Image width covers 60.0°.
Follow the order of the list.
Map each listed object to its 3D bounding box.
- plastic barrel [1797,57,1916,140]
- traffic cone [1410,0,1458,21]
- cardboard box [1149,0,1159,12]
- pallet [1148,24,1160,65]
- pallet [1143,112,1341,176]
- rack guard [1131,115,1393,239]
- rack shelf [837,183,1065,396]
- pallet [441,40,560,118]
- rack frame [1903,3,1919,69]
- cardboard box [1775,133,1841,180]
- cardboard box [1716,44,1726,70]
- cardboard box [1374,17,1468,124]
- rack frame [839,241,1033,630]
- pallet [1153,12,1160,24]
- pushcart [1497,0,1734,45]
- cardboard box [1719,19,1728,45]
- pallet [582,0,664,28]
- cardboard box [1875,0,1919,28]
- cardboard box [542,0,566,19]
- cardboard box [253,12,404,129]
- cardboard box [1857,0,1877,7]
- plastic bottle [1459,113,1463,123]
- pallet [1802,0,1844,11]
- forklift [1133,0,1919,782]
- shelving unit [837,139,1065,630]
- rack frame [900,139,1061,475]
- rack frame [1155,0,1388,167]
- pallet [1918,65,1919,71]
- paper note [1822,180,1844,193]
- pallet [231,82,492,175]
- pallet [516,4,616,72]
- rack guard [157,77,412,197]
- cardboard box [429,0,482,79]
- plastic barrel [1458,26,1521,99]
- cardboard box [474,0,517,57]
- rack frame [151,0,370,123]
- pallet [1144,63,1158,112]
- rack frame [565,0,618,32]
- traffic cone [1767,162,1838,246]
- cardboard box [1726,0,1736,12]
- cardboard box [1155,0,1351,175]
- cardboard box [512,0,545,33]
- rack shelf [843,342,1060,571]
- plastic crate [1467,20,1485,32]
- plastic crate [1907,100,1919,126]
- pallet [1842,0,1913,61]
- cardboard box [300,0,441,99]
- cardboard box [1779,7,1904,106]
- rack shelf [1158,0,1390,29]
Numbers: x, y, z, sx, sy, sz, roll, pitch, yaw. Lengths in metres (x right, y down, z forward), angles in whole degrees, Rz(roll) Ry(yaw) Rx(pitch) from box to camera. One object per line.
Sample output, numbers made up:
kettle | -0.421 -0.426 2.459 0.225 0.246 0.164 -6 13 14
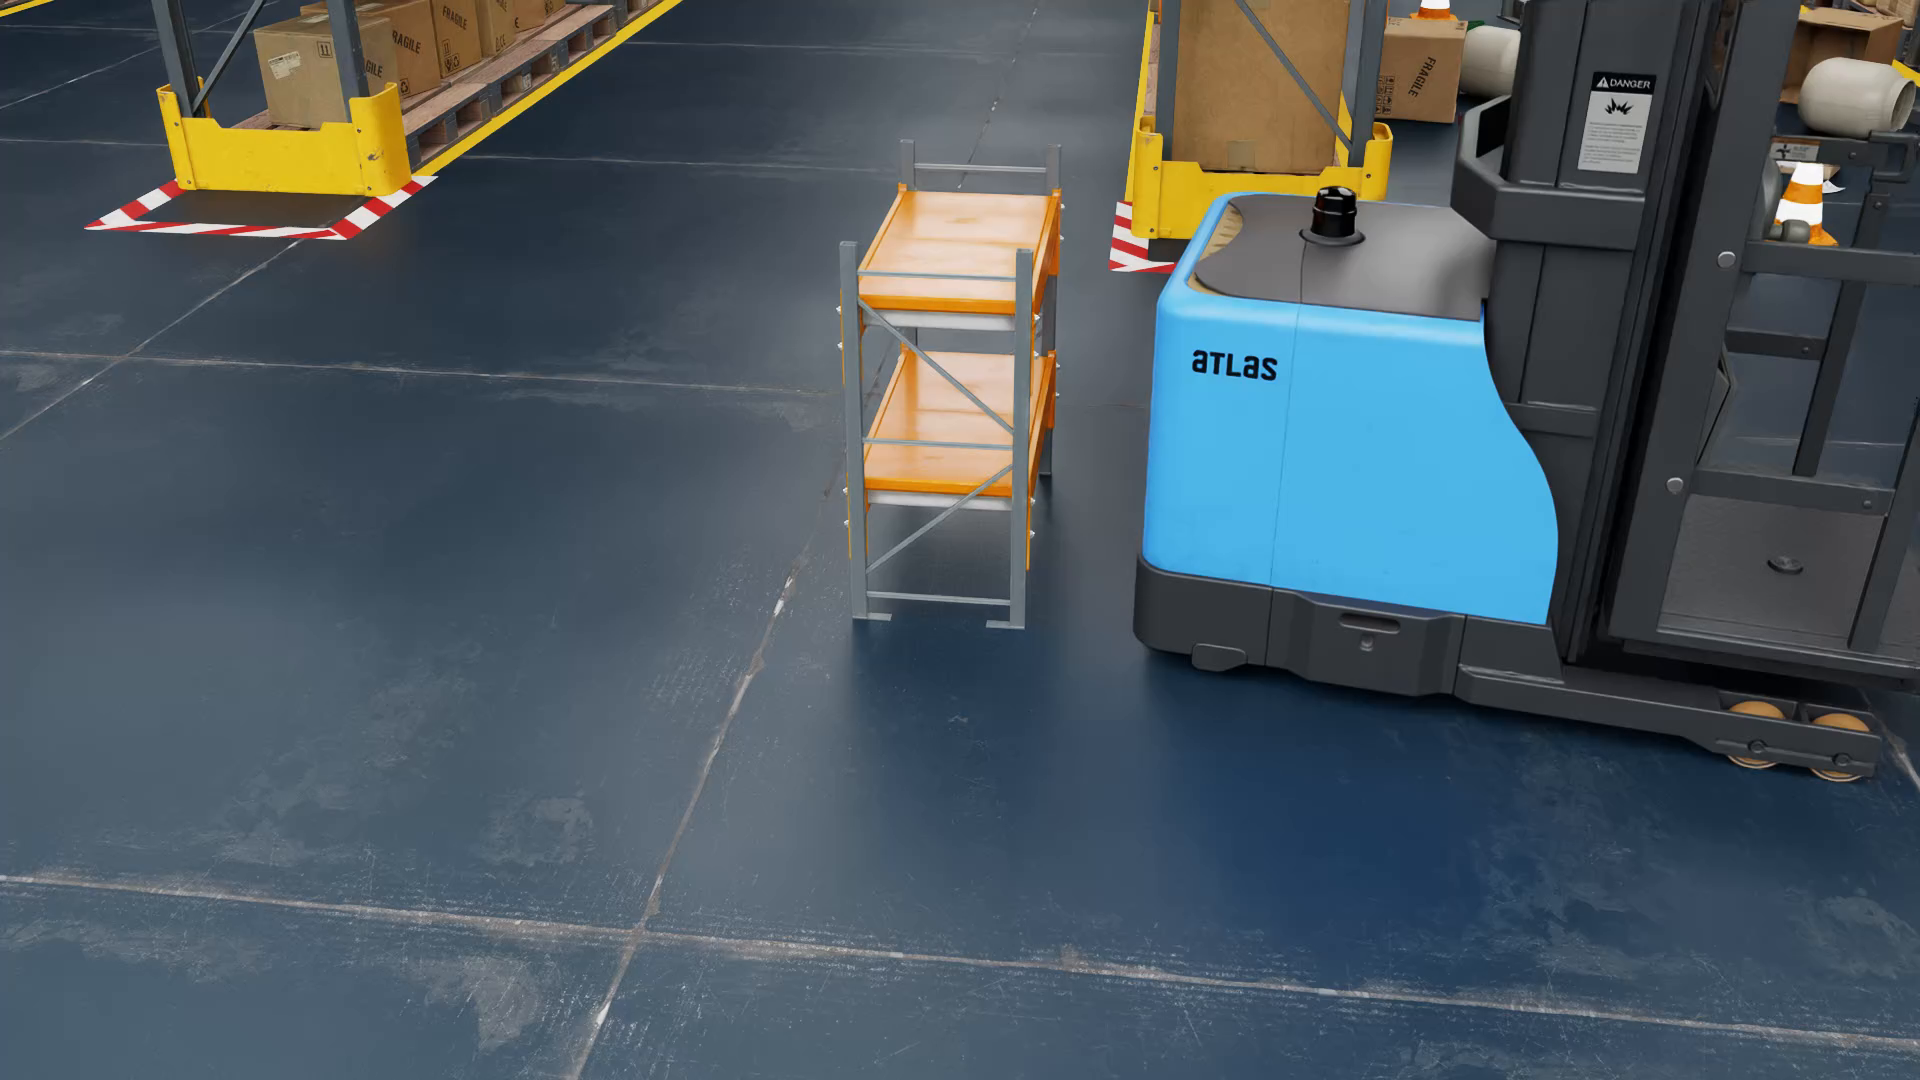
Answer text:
plastic barrel | 5.094 -2.505 9.453 0.421 0.421 0.512 -24 36 -37
traffic cone | 3.572 -4.128 12.425 0.336 0.463 0.334 3 28 6
cardboard box | 1.895 -4.194 11.801 1.050 0.750 0.750 3 28 6
pallet | 1.738 -3.121 10.820 1.003 0.211 1.213 3 28 6
pallet | 1.439 -1.972 8.688 1.003 0.211 1.213 3 28 6
rack guard | 1.416 -1.707 7.892 1.175 0.500 0.348 3 28 6
rack shelf | 0.001 -0.756 4.850 0.538 0.278 1.000 3 28 6
pallet | -3.196 -2.916 10.440 1.003 0.211 1.213 3 28 6
rack frame | 6.834 -4.462 10.369 1.000 3.000 0.127 3 28 6
cardboard box | 4.499 -2.058 8.913 0.380 0.149 0.250 20 34 32
cardboard box | 4.046 -2.454 9.274 0.797 0.503 0.637 -17 33 -29
cardboard box | 2.737 -2.812 9.940 0.500 0.500 0.500 8 29 15
rack frame | -0.061 -0.259 4.545 0.500 1.125 0.032 3 28 6
pallet | 1.928 -3.842 12.158 1.003 0.211 1.213 3 28 6
pushcart | 4.565 -3.416 11.193 1.648 0.377 0.936 -6 29 -11
cardboard box | 4.153 -2.954 10.060 0.797 0.637 0.503 3 28 6
pallet | -2.908 -4.177 12.780 1.003 0.211 1.213 3 28 6
cardboard box | 6.895 -3.737 11.351 0.950 0.372 0.625 4 29 7
cardboard box | -3.090 -3.936 11.586 0.500 0.500 0.500 3 28 5
cardboard box | -3.399 -2.532 8.980 0.500 0.500 0.500 9 30 16
cardboard box | 6.980 -4.075 11.980 0.950 0.372 0.625 5 29 9
plastic bottle | 3.100 -2.478 9.785 0.283 0.061 0.133 -6 29 -11
pallet | 7.075 -4.177 12.780 1.003 0.211 1.213 3 28 6
forklift | 2.057 -0.971 3.963 3.031 2.935 1.130 8 29 15
shelving unit | 0.001 -0.498 4.989 0.538 1.125 1.048 3 28 6
rack frame | 0.063 -0.738 5.433 0.500 1.125 0.032 3 28 6
rack frame | 1.418 -2.819 7.320 1.000 3.000 0.127 3 28 6
pallet | 6.786 -2.916 10.440 1.003 0.211 1.213 3 28 6
paper note | 4.484 -1.832 8.619 0.148 0.019 0.142 -6 29 -11
pallet | -3.348 -2.343 9.377 1.003 0.211 1.213 3 28 6
pallet | -3.049 -3.492 11.509 1.003 0.211 1.213 3 28 6
rack guard | -3.482 -2.090 8.602 1.175 0.500 0.348 3 28 6
cardboard box | -3.264 -3.109 10.051 0.500 0.500 0.500 6 29 11
plastic barrel | 3.292 -2.944 10.269 0.421 0.421 0.512 -24 36 -37
cardboard box | -3.151 -3.369 10.534 0.500 0.500 0.500 1 28 2
rack frame | -3.492 -3.155 7.943 1.000 3.000 0.127 3 28 6
pallet | 1.591 -2.545 9.751 1.003 0.211 1.213 3 28 6
rack frame | -3.002 -5.038 11.438 1.000 3.000 0.127 3 28 6
traffic cone | 3.973 -1.644 7.813 0.336 0.463 0.334 3 28 6
cardboard box | 5.063 -3.784 10.948 0.500 0.500 0.500 3 28 6
cardboard box | 1.436 -2.391 8.324 0.875 0.875 0.875 4 29 6
cardboard box | -3.153 -3.666 11.085 0.500 0.500 0.500 13 31 22
rack shelf | 0.001 -0.283 5.105 0.538 0.278 1.000 3 28 6
plastic crate | 3.187 -3.331 11.175 0.450 0.188 0.662 9 28 37
plastic crate | 5.827 -2.485 9.778 0.402 0.080 0.583 -6 29 -11
pallet | 6.928 -3.601 11.711 1.003 0.211 1.213 3 28 6
cardboard box | -3.359 -2.816 9.506 0.500 0.500 0.500 11 30 19
cardboard box | 5.352 -2.937 10.172 0.500 0.500 0.500 -24 36 -37
rack shelf | 1.664 -3.444 9.238 1.077 0.370 4.000 3 28 6
